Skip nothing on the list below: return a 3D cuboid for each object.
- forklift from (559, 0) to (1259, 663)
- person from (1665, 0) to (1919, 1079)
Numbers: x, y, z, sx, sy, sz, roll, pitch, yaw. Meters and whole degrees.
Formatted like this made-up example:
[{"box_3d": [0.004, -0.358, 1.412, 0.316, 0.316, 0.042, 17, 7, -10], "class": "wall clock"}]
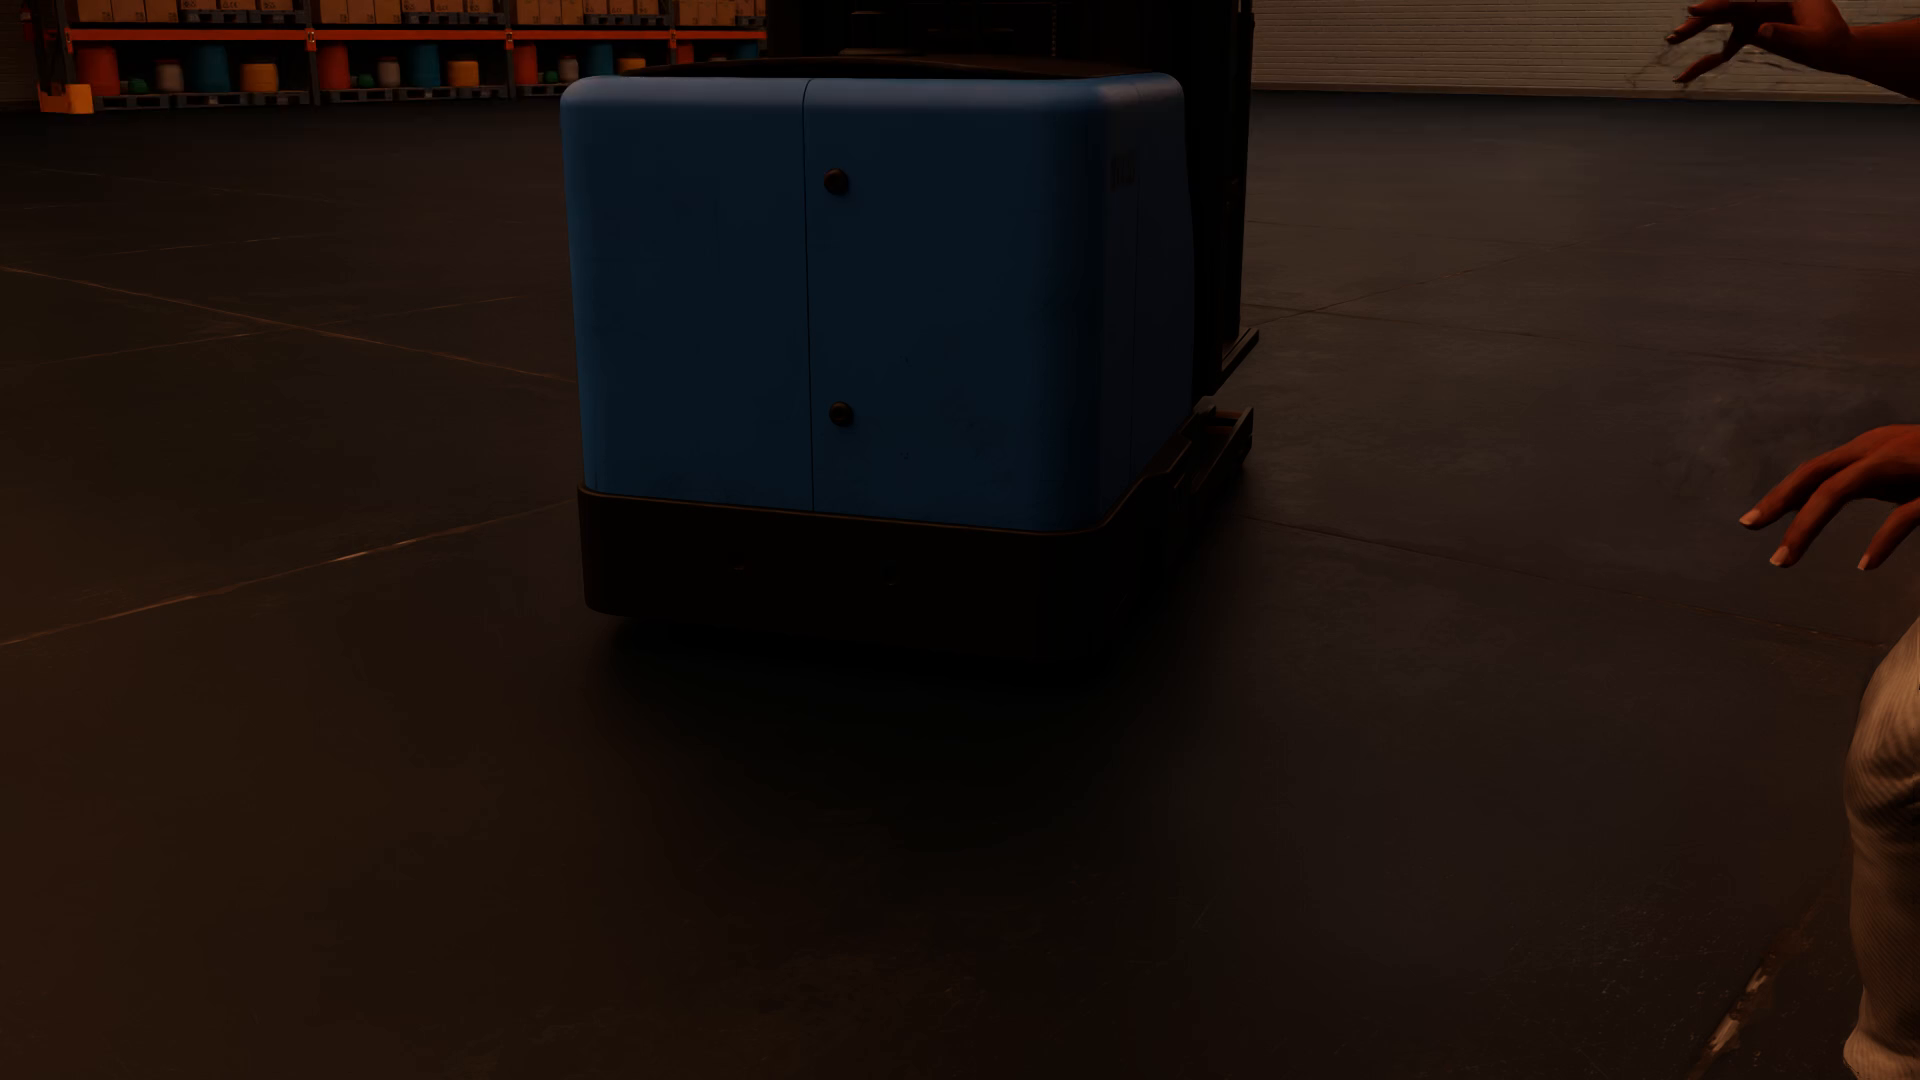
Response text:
[{"box_3d": [0.182, -1.571, 4.072, 1.130, 2.935, 3.031, 5, 18, 17], "class": "forklift"}, {"box_3d": [0.931, -0.042, 1.548, 1.100, 1.481, 0.850, -7, 18, -23], "class": "person"}]
